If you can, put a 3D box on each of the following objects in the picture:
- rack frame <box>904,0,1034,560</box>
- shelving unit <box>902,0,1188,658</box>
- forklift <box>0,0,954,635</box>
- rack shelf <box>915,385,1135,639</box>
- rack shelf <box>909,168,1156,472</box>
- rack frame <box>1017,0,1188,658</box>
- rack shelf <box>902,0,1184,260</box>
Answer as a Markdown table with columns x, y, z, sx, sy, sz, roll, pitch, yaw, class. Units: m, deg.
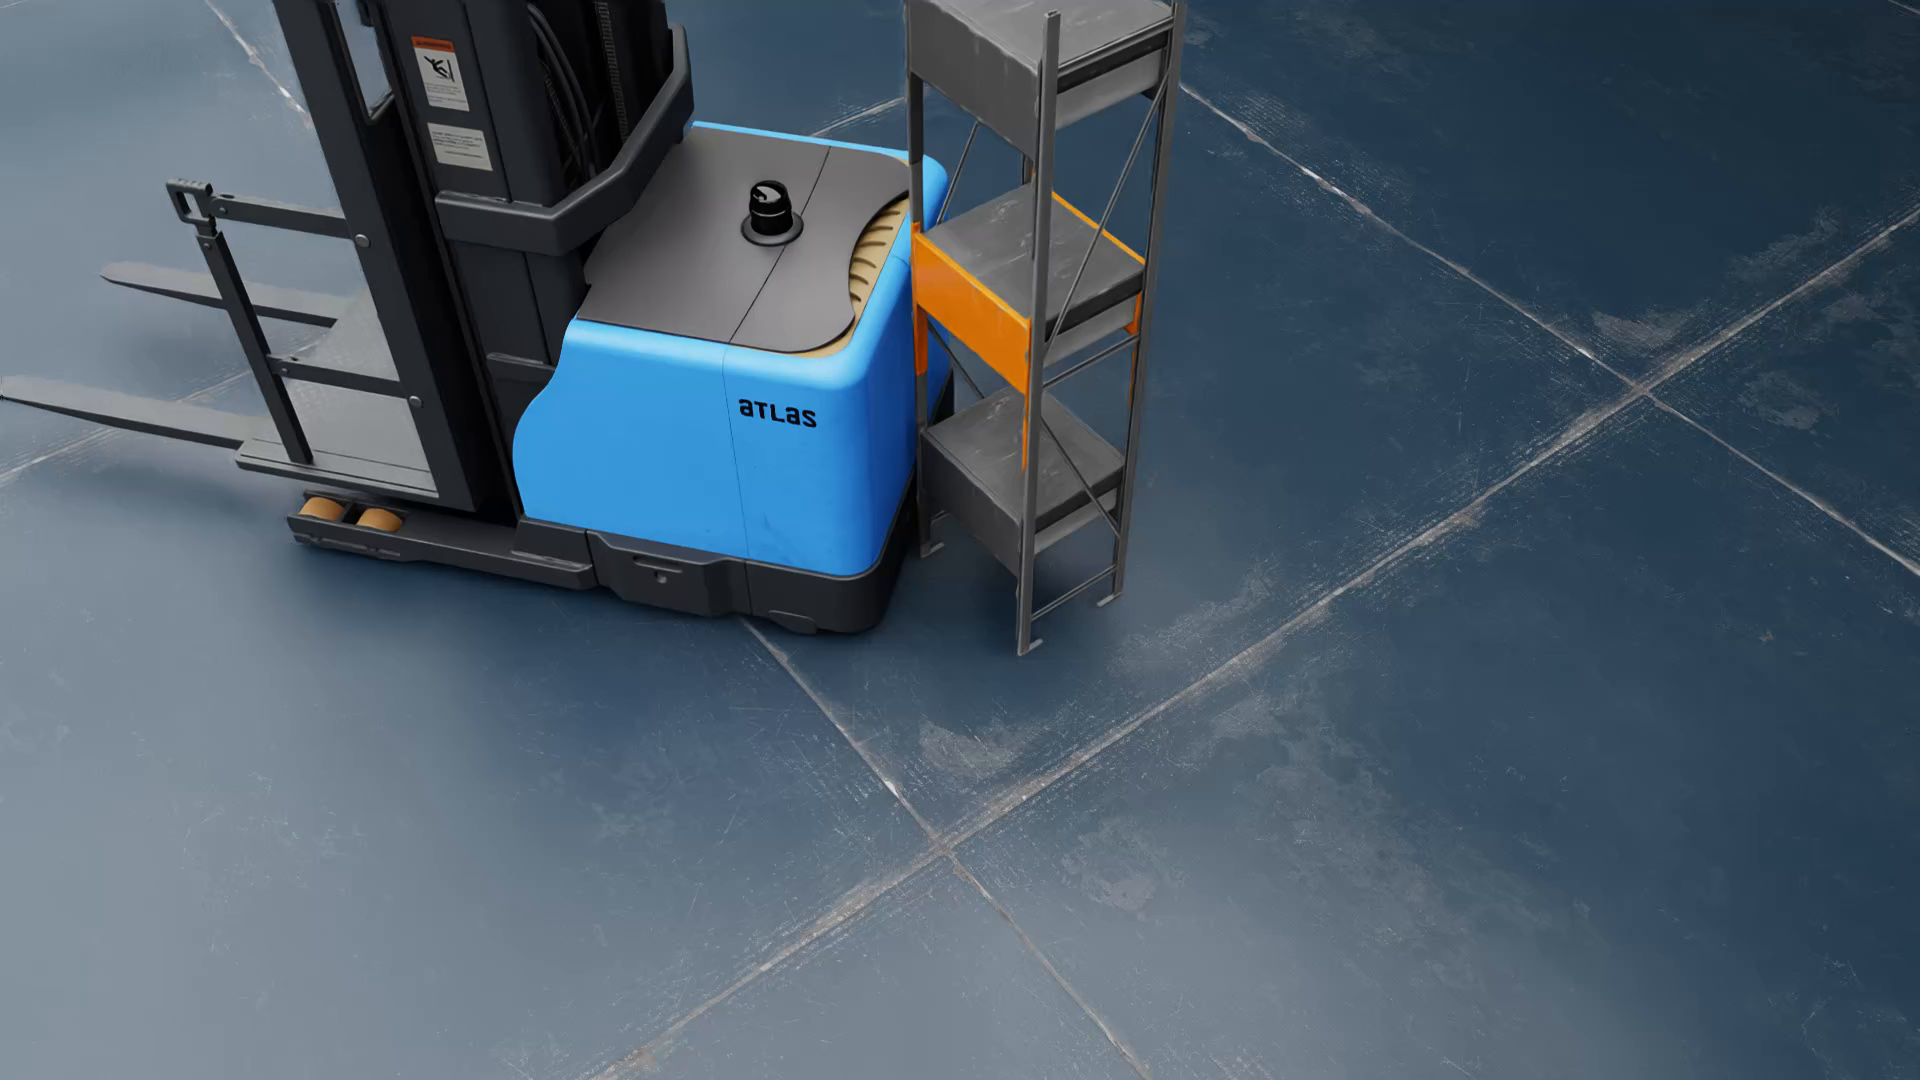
| x | y | z | sx | sy | sz | roll | pitch | yaw | class |
| --- | --- | --- | --- | --- | --- | --- | --- | --- | --- |
| 0.035 | -0.737 | 4.501 | 0.400 | 2.100 | 0.015 | -30 | 54 | -24 | rack frame |
| 0.184 | -0.594 | 4.371 | 0.431 | 2.100 | 0.503 | -30 | 54 | -24 | shelving unit |
| -1.594 | -1.292 | 4.443 | 3.031 | 2.935 | 1.130 | 10 | 49 | 9 | forklift |
| 0.184 | -0.114 | 4.900 | 0.431 | 0.518 | 0.480 | -30 | 54 | -24 | rack shelf |
| 0.184 | -0.584 | 4.381 | 0.431 | 0.518 | 0.480 | -30 | 54 | -24 | rack shelf |
| 0.333 | -0.450 | 4.241 | 0.400 | 2.100 | 0.015 | -30 | 54 | -24 | rack frame |
| 0.184 | -1.055 | 3.862 | 0.431 | 0.518 | 0.480 | -30 | 54 | -24 | rack shelf |
